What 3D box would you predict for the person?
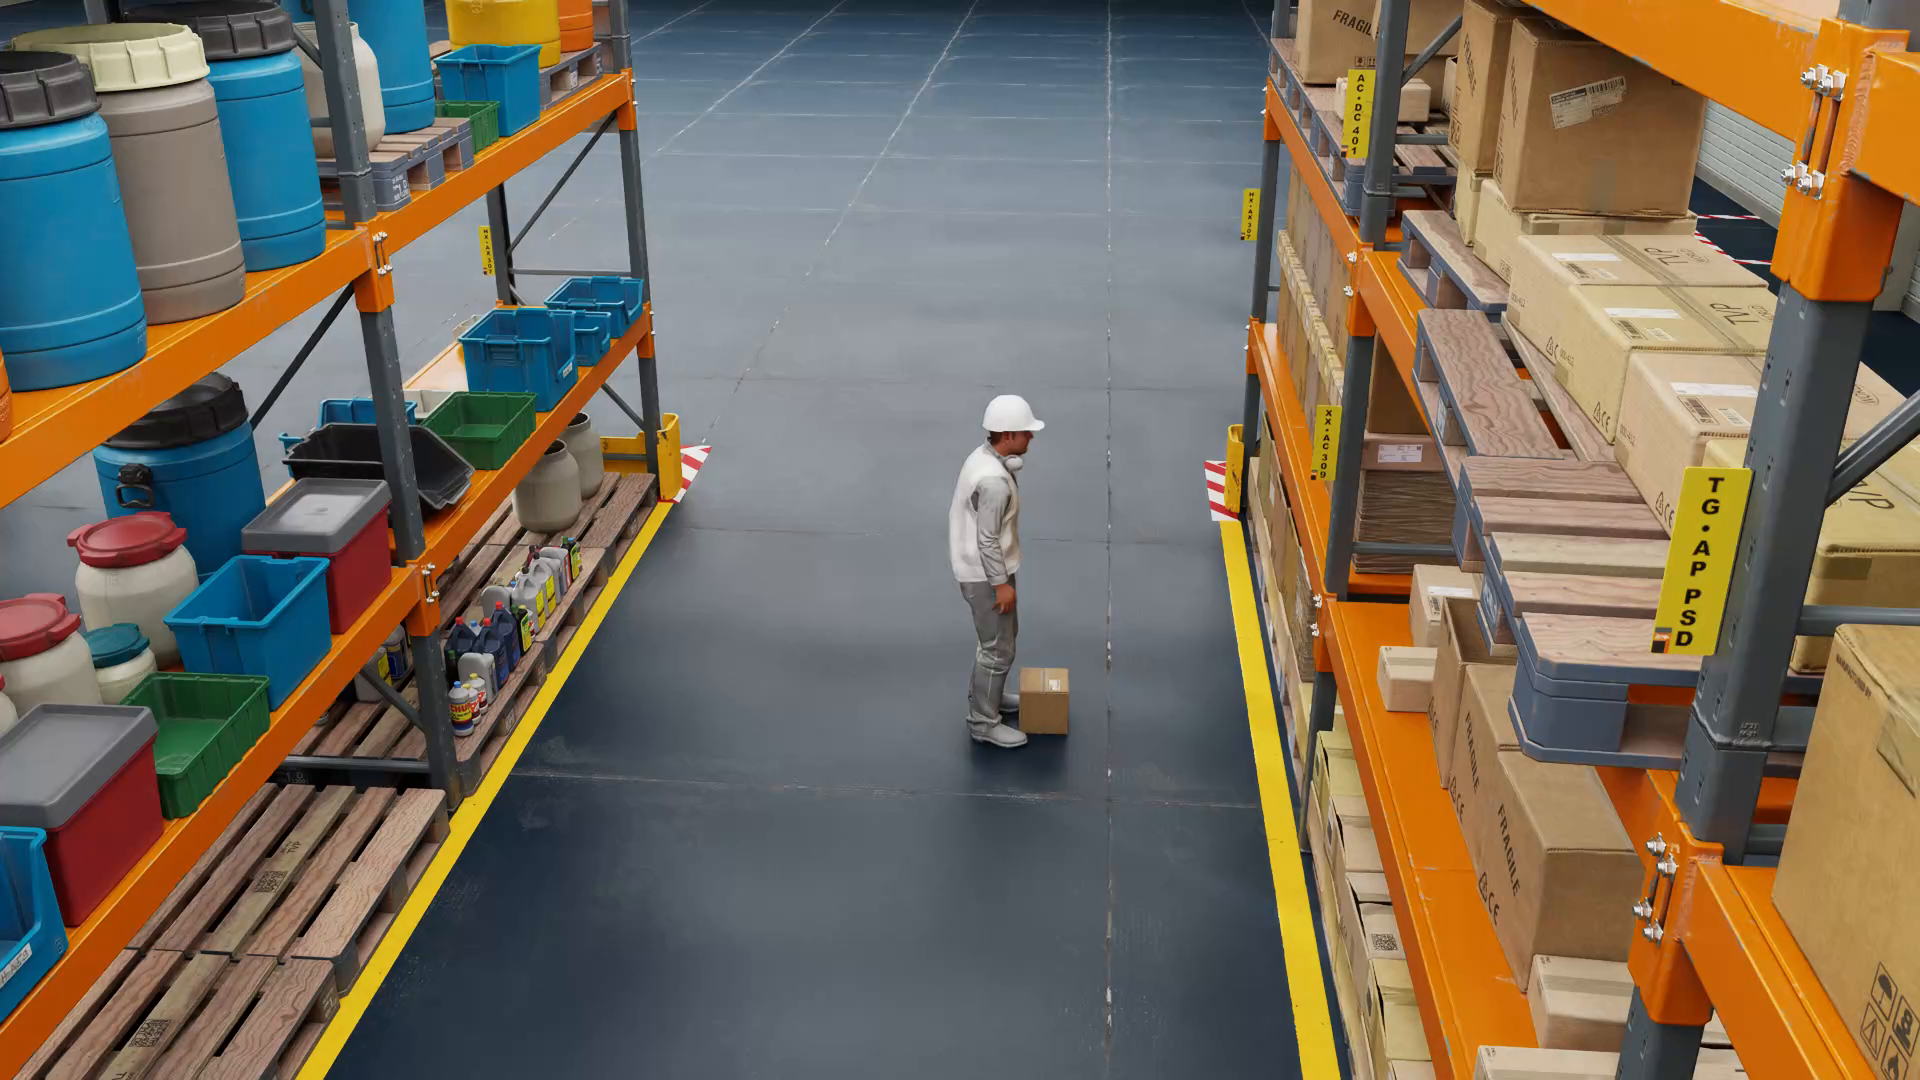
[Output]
[{"bbox_3d":[0.176,0.130,8.287,0.460,1.770,0.590,1,24,2],"label":"person"}]
